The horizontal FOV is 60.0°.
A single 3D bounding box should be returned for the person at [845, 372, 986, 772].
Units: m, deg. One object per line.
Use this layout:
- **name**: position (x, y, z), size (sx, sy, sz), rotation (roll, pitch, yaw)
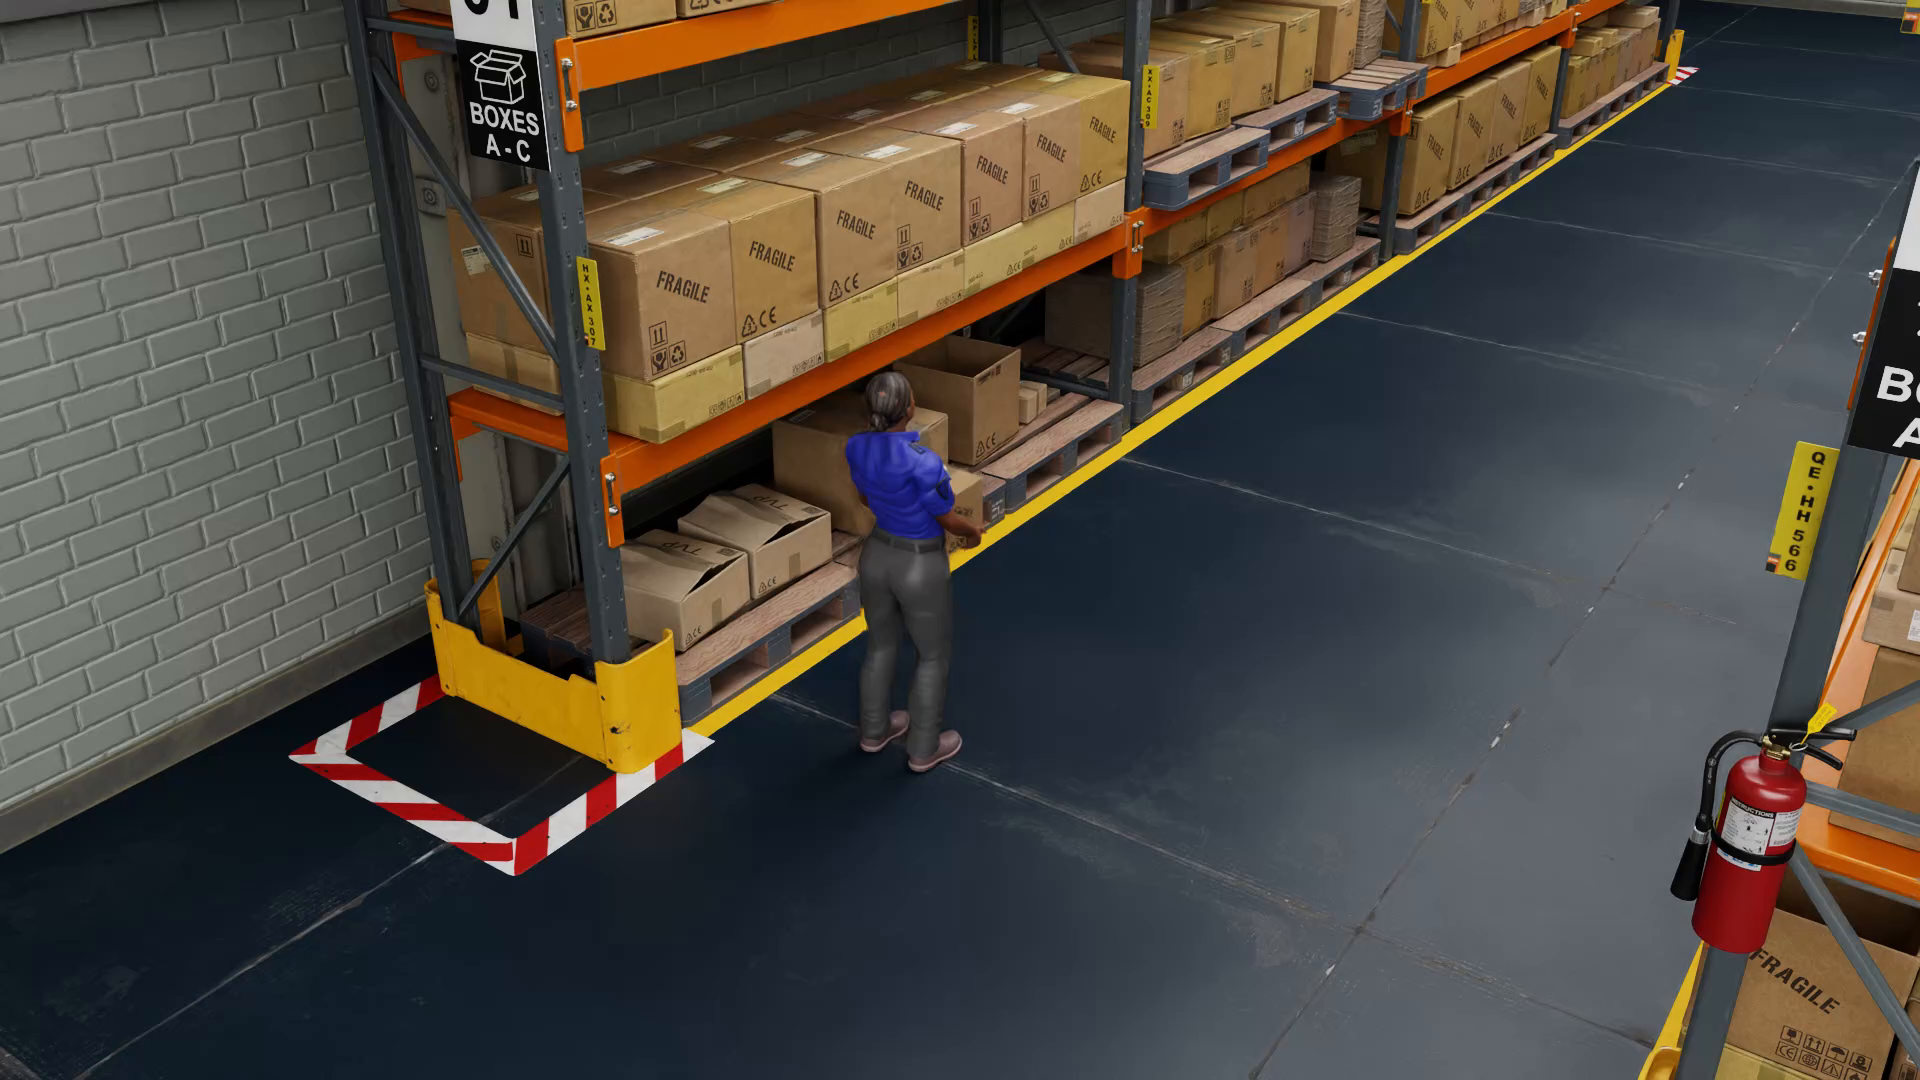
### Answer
- **person**: position (-0.163, 0.086, 6.458), size (0.454, 1.652, 0.511), rotation (18, 32, 32)
